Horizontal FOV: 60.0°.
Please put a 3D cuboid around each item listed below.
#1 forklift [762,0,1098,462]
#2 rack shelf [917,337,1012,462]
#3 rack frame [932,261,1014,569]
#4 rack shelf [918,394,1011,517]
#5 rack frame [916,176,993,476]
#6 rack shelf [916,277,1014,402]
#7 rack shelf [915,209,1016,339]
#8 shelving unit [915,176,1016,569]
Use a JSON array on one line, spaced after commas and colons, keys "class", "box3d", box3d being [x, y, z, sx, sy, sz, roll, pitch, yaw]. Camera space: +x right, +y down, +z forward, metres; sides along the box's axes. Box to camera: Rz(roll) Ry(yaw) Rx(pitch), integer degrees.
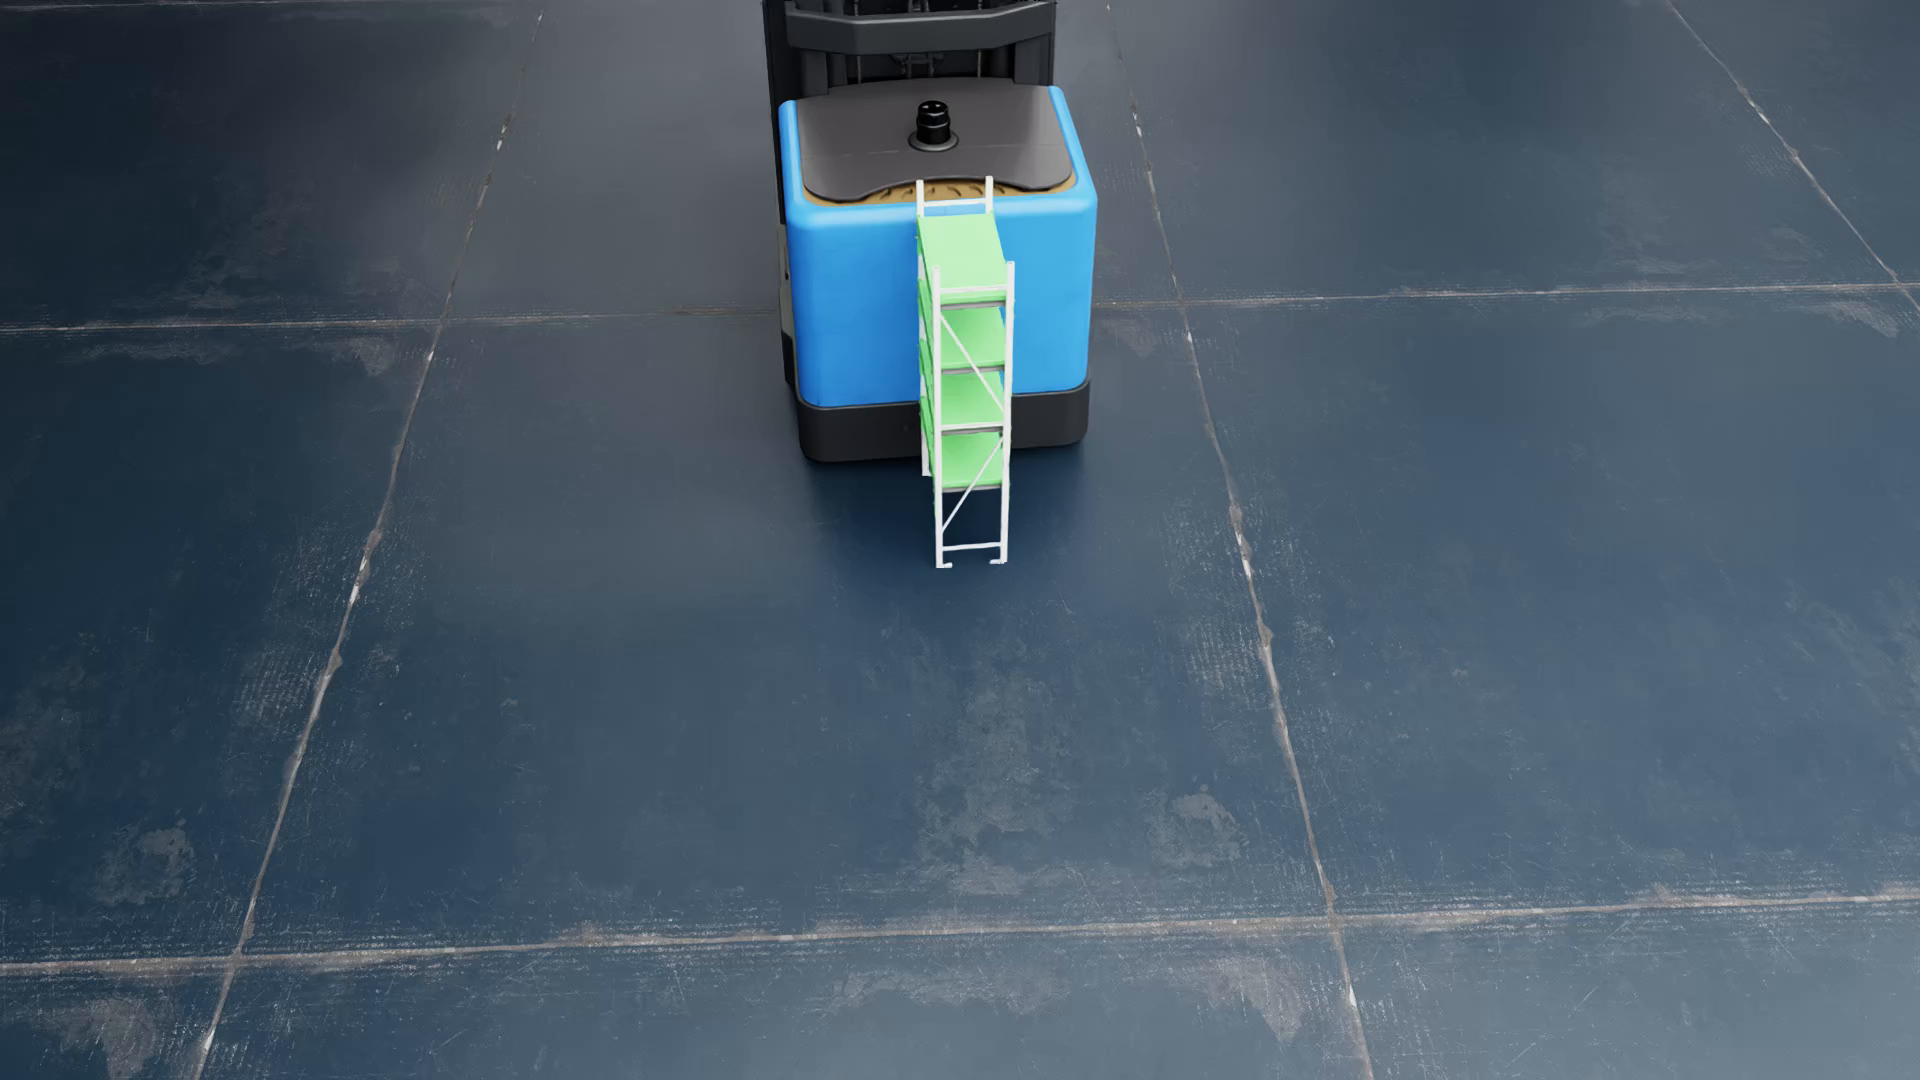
[{"class": "forklift", "box3d": [-0.216, -2.354, 6.149, 1.130, 2.935, 3.031, -4, 43, -5]}, {"class": "rack shelf", "box3d": [0.011, -0.476, 5.476, 0.258, 0.148, 0.480, -4, 43, -5]}, {"class": "rack frame", "box3d": [0.039, -0.359, 5.254, 0.240, 1.200, 0.015, -4, 43, -5]}, {"class": "rack shelf", "box3d": [0.011, -0.299, 5.638, 0.258, 0.148, 0.480, -4, 43, -5]}, {"class": "rack frame", "box3d": [-0.017, -0.687, 5.611, 0.240, 1.200, 0.015, -4, 43, -5]}, {"class": "rack shelf", "box3d": [0.011, -0.653, 5.313, 0.258, 0.148, 0.480, -4, 43, -5]}, {"class": "rack shelf", "box3d": [0.011, -0.830, 5.151, 0.258, 0.148, 0.480, -4, 43, -5]}, {"class": "shelving unit", "box3d": [0.011, -0.523, 5.432, 0.258, 1.200, 0.503, -4, 43, -5]}]
